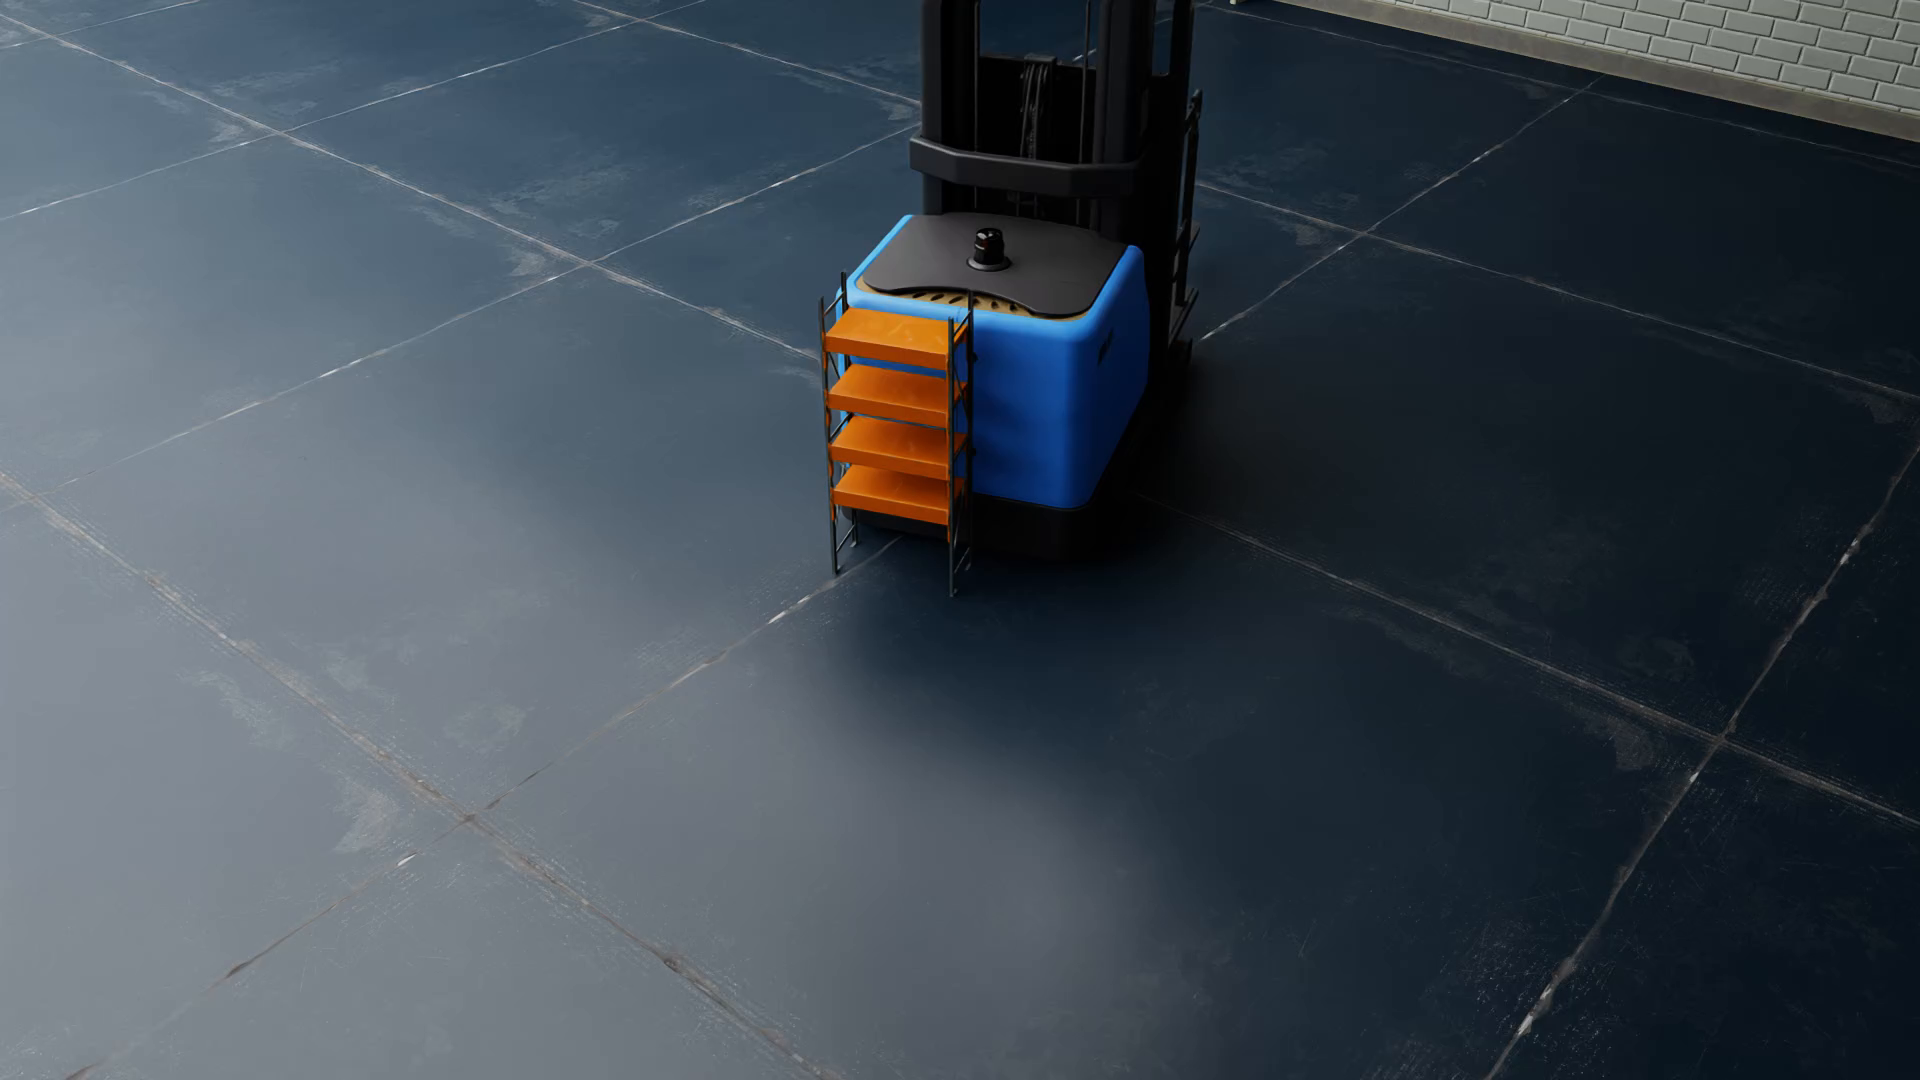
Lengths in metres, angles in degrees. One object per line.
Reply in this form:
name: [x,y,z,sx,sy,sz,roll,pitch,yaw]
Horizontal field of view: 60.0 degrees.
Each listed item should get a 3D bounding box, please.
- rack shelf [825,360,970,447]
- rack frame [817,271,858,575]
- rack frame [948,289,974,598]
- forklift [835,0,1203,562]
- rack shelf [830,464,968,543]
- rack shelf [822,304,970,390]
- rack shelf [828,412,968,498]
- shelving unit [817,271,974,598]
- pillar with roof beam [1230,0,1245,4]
rack shelf: [-0.227,-0.508,6.152,0.480,0.148,0.258,11,36,15]
rack frame: [-0.458,-0.423,6.305,0.015,1.200,0.240,11,36,15]
rack frame: [0.004,-0.335,6.177,0.015,1.200,0.240,11,36,15]
forklift: [0.466,-1.954,7.006,1.130,2.935,3.031,11,36,15]
rack shelf: [-0.227,-0.160,6.392,0.480,0.148,0.258,11,36,15]
rack shelf: [-0.227,-0.702,6.018,0.480,0.148,0.258,11,36,15]
rack shelf: [-0.227,-0.324,6.280,0.480,0.148,0.258,11,36,15]
shelving unit: [-0.227,-0.379,6.241,0.503,1.200,0.258,11,36,15]
pillar with roof beam: [-0.699,-6.069,7.639,0.400,9.000,9.100,25,42,32]
